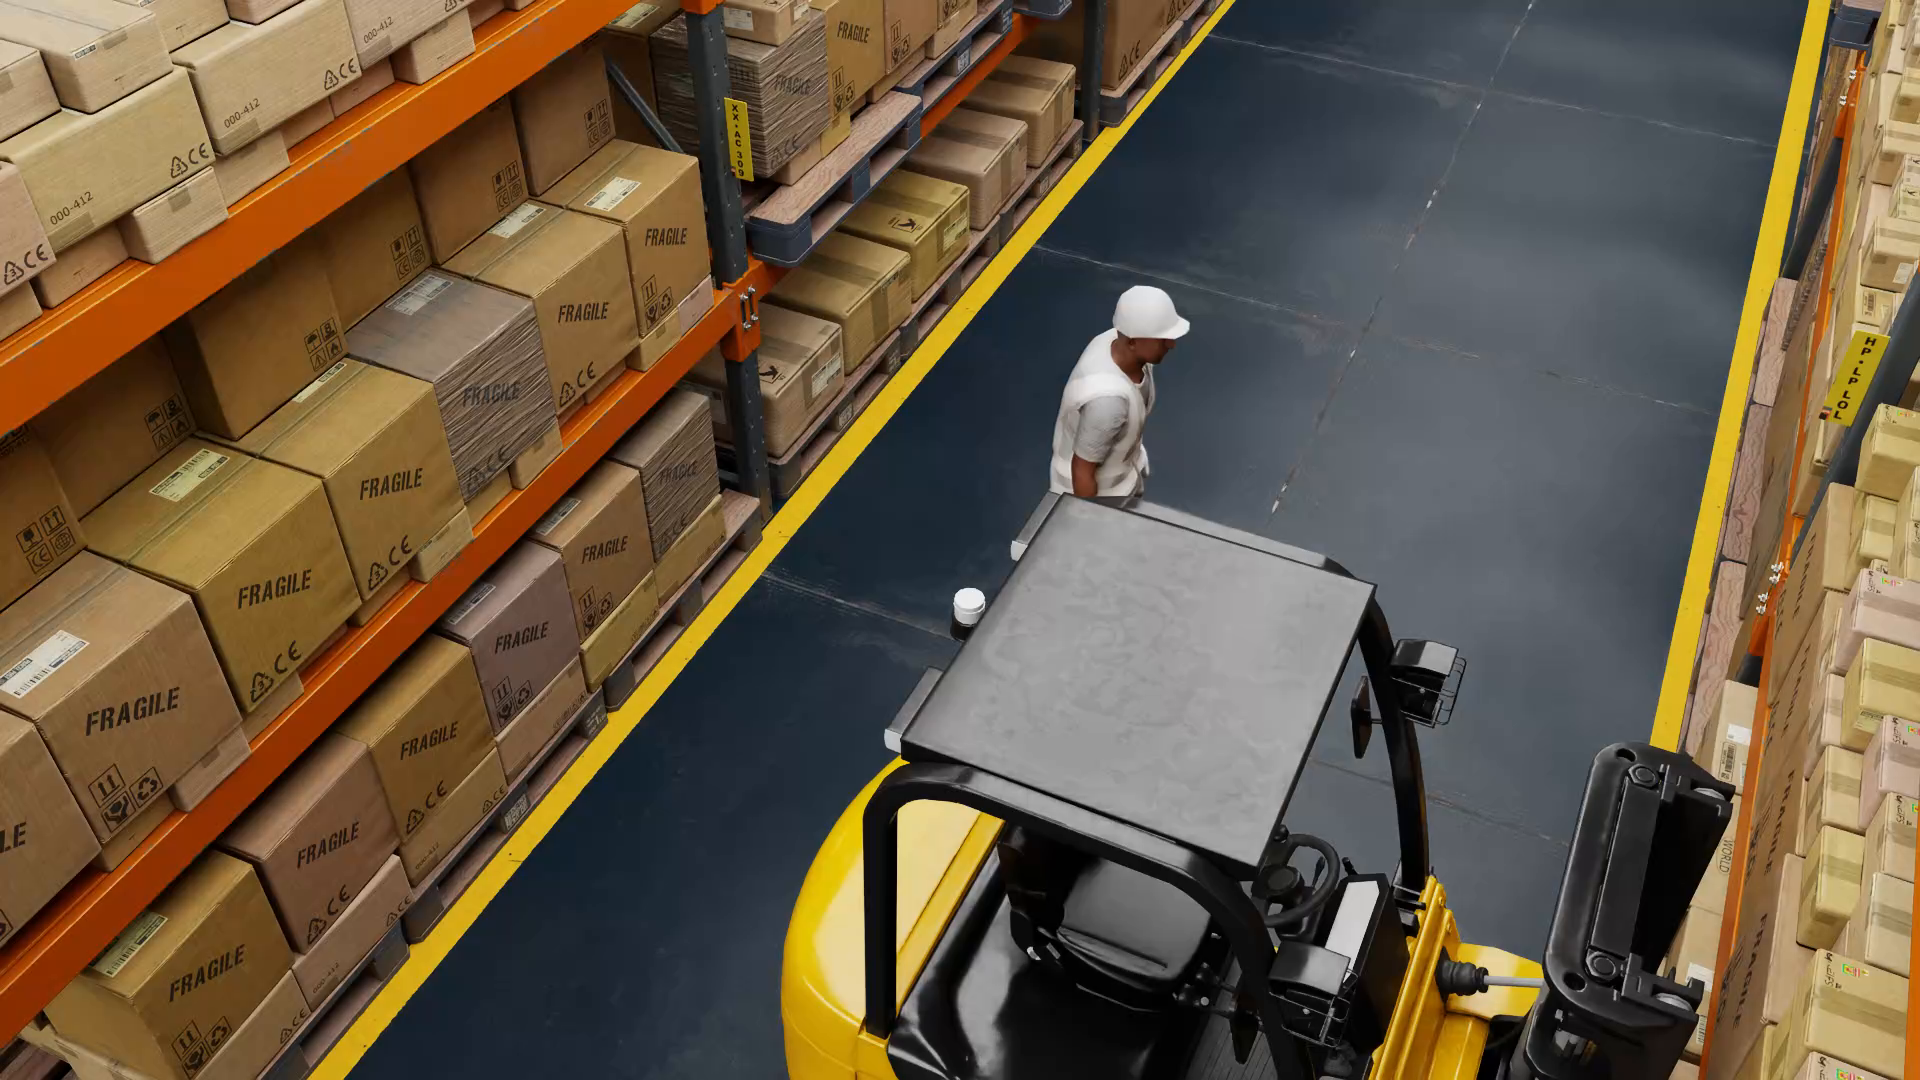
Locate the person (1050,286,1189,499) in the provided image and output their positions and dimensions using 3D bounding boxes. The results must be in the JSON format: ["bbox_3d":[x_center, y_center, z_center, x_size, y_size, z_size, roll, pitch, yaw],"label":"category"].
[{"bbox_3d":[0.585,-0.208,6.385,0.448,1.773,0.628,15,44,16],"label":"person"}]
